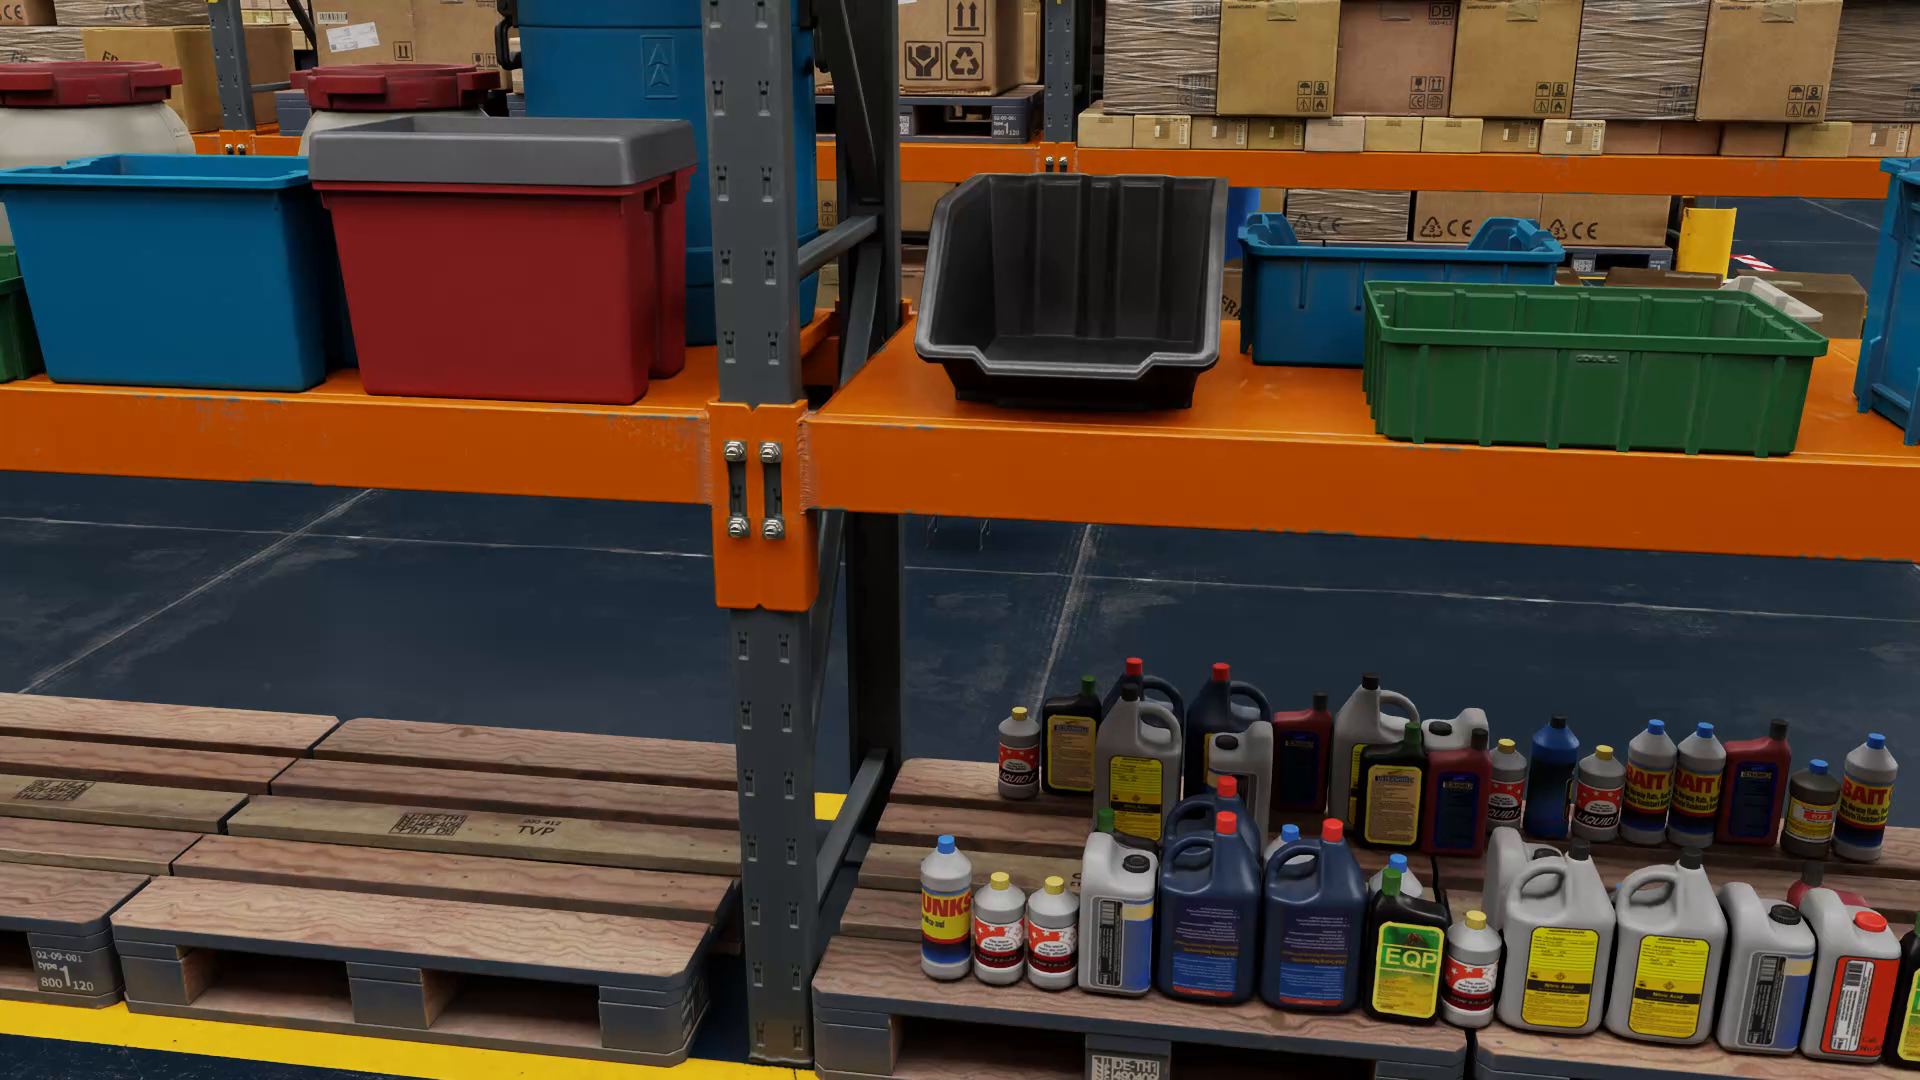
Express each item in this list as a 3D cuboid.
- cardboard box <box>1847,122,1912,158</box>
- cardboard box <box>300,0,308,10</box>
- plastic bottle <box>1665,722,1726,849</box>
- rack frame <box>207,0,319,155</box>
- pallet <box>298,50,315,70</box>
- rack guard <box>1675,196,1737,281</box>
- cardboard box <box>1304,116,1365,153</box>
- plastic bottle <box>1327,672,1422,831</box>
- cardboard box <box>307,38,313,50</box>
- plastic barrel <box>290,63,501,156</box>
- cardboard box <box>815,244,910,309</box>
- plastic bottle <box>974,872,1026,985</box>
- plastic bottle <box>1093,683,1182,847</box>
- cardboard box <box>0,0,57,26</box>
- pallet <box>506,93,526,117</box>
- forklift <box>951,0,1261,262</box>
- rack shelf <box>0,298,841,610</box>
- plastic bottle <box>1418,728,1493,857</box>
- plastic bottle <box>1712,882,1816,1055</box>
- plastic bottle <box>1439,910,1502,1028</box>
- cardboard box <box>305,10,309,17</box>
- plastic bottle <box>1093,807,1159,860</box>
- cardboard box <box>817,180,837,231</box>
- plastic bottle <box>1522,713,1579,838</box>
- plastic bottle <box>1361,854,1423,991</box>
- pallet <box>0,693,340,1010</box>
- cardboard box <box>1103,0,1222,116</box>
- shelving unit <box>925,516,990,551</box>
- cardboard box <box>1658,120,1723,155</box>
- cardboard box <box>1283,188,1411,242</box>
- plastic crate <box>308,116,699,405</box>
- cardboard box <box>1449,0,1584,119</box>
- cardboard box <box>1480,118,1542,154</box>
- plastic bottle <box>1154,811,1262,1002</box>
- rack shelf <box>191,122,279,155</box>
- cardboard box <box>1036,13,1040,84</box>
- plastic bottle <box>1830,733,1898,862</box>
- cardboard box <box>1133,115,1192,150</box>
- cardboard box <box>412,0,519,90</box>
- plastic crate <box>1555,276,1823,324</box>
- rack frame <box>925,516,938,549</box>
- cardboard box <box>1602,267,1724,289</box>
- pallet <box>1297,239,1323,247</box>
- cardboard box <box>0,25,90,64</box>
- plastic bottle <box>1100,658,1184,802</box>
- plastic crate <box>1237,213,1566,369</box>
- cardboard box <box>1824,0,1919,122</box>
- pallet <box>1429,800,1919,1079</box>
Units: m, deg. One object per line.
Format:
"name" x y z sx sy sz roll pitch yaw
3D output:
"cardboard box" 3.903 -1.748 7.195 0.250 0.149 0.380 3 19 9
"cardboard box" -4.905 -4.191 12.897 0.250 0.149 0.380 4 19 11
"plastic bottle" 1.600 0.526 3.609 0.097 0.271 0.097 0 18 0
"rack frame" -3.435 -2.307 8.471 0.127 3.000 1.000 3 19 9
"pallet" -4.509 -3.852 13.389 1.213 0.211 1.003 3 19 9
"rack guard" 5.374 -2.267 12.289 0.348 0.500 1.175 3 19 9
"cardboard box" 1.664 -1.826 7.429 0.250 0.149 0.380 3 19 9
"plastic bottle" 0.919 0.462 3.677 0.185 0.351 0.144 3 19 8
"cardboard box" -4.891 -3.909 12.993 0.250 0.149 0.380 3 19 8
"plastic barrel" -1.181 -0.735 3.559 0.433 0.535 0.433 0 18 0
"cardboard box" -0.556 -1.196 8.398 0.500 0.500 0.700 3 19 8
"plastic bottle" 0.075 0.723 3.132 0.097 0.201 0.097 0 18 0
"plastic bottle" 0.388 0.481 3.620 0.185 0.351 0.144 3 19 9
"cardboard box" -4.797 -2.906 8.521 0.637 0.503 0.797 3 19 10
"pallet" -1.474 -2.129 8.242 1.213 0.211 1.003 3 19 9
"forklift" 0.354 -2.850 10.202 3.031 2.935 1.130 3 19 9
"rack shelf" -2.245 -0.313 3.646 4.000 0.370 1.077 3 19 9
"plastic bottle" 1.063 0.536 3.560 0.133 0.283 0.061 3 19 9
"plastic bottle" 1.414 0.747 2.942 0.135 0.276 0.152 2 19 7
"plastic bottle" 0.923 0.766 3.003 0.097 0.201 0.097 0 18 0
"cardboard box" -4.885 -4.050 12.945 0.250 0.149 0.380 3 19 8
"plastic bottle" 0.314 0.653 3.211 0.133 0.283 0.061 3 19 9
"cardboard box" -1.097 -2.886 13.086 0.750 0.750 1.050 3 19 9
"plastic bottle" 1.301 0.511 3.654 0.097 0.271 0.097 0 18 0
"plastic bottle" 0.798 0.707 3.069 0.097 0.271 0.097 0 18 0
"pallet" -2.260 0.680 3.937 1.213 0.211 1.003 3 19 9
"cardboard box" 0.949 -2.252 7.680 0.500 0.500 0.875 3 19 9
"shelving unit" -0.008 -0.427 6.162 0.210 0.900 0.258 3 19 9
"cardboard box" 3.164 -1.787 7.313 0.250 0.149 0.380 3 19 9
"cardboard box" 2.902 -2.748 12.476 0.875 0.875 0.875 3 19 9
"plastic crate" -0.797 -0.513 3.008 0.583 0.464 0.402 3 19 9
"cardboard box" 2.434 -2.184 7.477 0.500 0.500 0.875 3 19 9
"cardboard box" 2.417 -1.812 7.387 0.250 0.149 0.380 3 19 9
"plastic bottle" 0.460 0.664 3.072 0.185 0.351 0.144 3 19 10
"rack shelf" -5.409 -2.066 8.886 4.000 0.370 1.077 3 19 9
"cardboard box" 0.844 -3.644 12.310 0.500 0.500 0.500 3 19 8
"plastic bottle" 1.938 0.544 3.557 0.097 0.271 0.097 0 18 0
"cardboard box" 0.924 -1.865 7.545 0.250 0.149 0.380 3 19 9
"cardboard box" -2.328 -2.542 8.354 0.500 0.500 0.700 6 19 17
"plastic crate" 1.373 -0.427 3.266 0.437 0.136 0.530 3 19 9
"rack frame" -0.108 -0.432 6.177 0.006 0.900 0.240 3 19 9
"cardboard box" 3.255 -0.974 7.765 0.500 0.500 0.500 8 20 23
"pallet" 2.140 -2.269 12.753 1.213 0.211 1.003 3 19 9
"cardboard box" -4.452 -2.329 8.377 0.500 0.500 0.500 3 19 8
"plastic bottle" 0.411 0.436 3.755 0.185 0.351 0.144 2 19 7
"plastic crate" 0.865 -0.513 3.343 0.616 0.251 0.499 3 19 9
"cardboard box" 3.926 -2.129 7.313 0.500 0.500 0.875 3 19 9
"pallet" 1.594 0.876 3.353 1.213 0.211 1.003 3 19 9
